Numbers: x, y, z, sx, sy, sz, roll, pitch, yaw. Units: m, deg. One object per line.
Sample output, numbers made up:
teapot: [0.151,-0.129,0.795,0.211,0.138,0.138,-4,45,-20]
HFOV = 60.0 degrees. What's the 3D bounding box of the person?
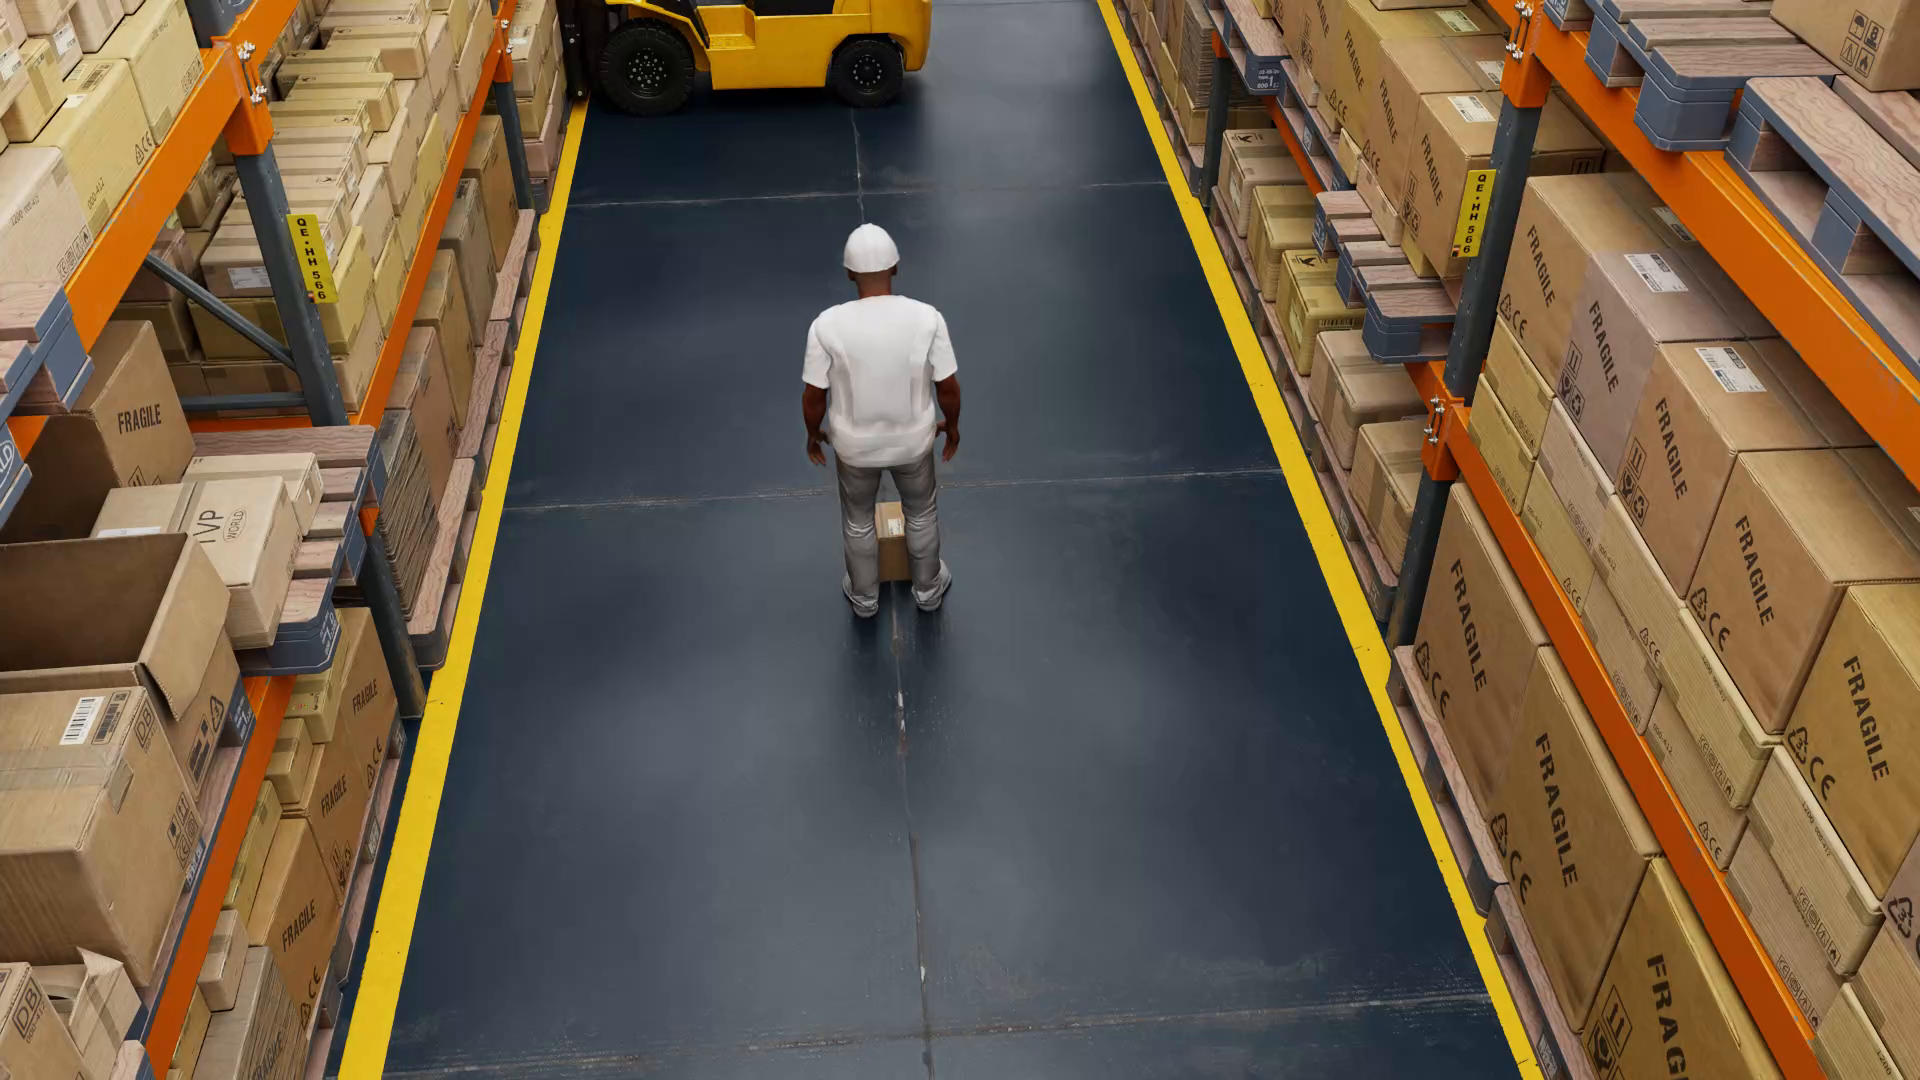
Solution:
person: [-0.309,-0.438,6.682,0.626,1.761,0.459,-3,39,-4]
